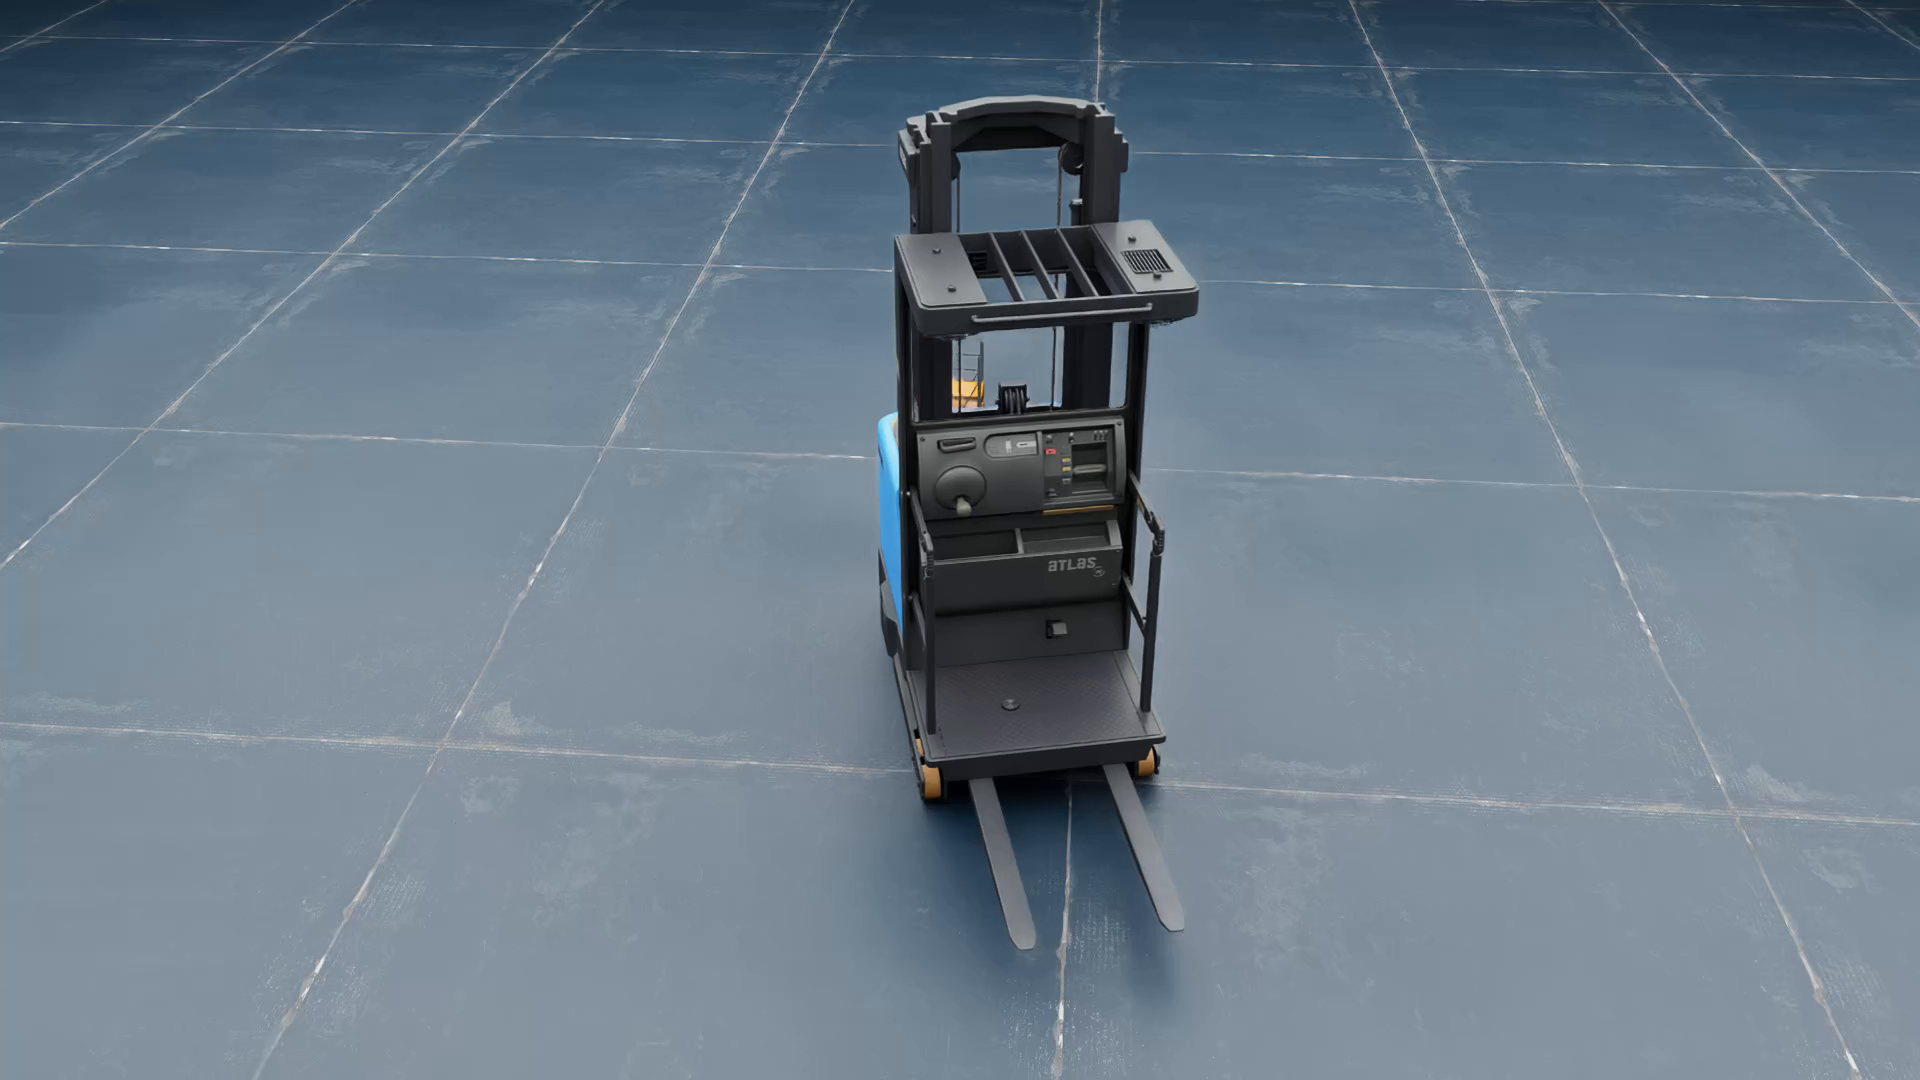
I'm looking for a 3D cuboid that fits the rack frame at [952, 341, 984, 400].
[{"bbox_3d":[0.009,-0.566,9.305,0.240,1.200,0.006,2,32,4],"label":"rack frame"}]

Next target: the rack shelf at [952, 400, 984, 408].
[{"bbox_3d":[0.001,-0.685,9.125,0.258,0.103,0.180,2,32,4],"label":"rack shelf"}]

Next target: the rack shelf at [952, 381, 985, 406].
[{"bbox_3d":[0.001,-0.787,9.062,0.258,0.103,0.180,2,32,4],"label":"rack shelf"}]

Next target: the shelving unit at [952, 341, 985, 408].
[{"bbox_3d":[0.001,-0.518,9.228,0.258,1.200,0.189,2,32,4],"label":"shelving unit"}]

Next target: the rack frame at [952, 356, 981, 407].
[{"bbox_3d":[-0.006,-0.471,9.150,0.240,1.200,0.006,2,32,4],"label":"rack frame"}]

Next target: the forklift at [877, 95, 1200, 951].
[{"bbox_3d":[0.312,-0.266,7.168,1.130,2.935,3.031,-5,32,-8],"label":"forklift"}]
